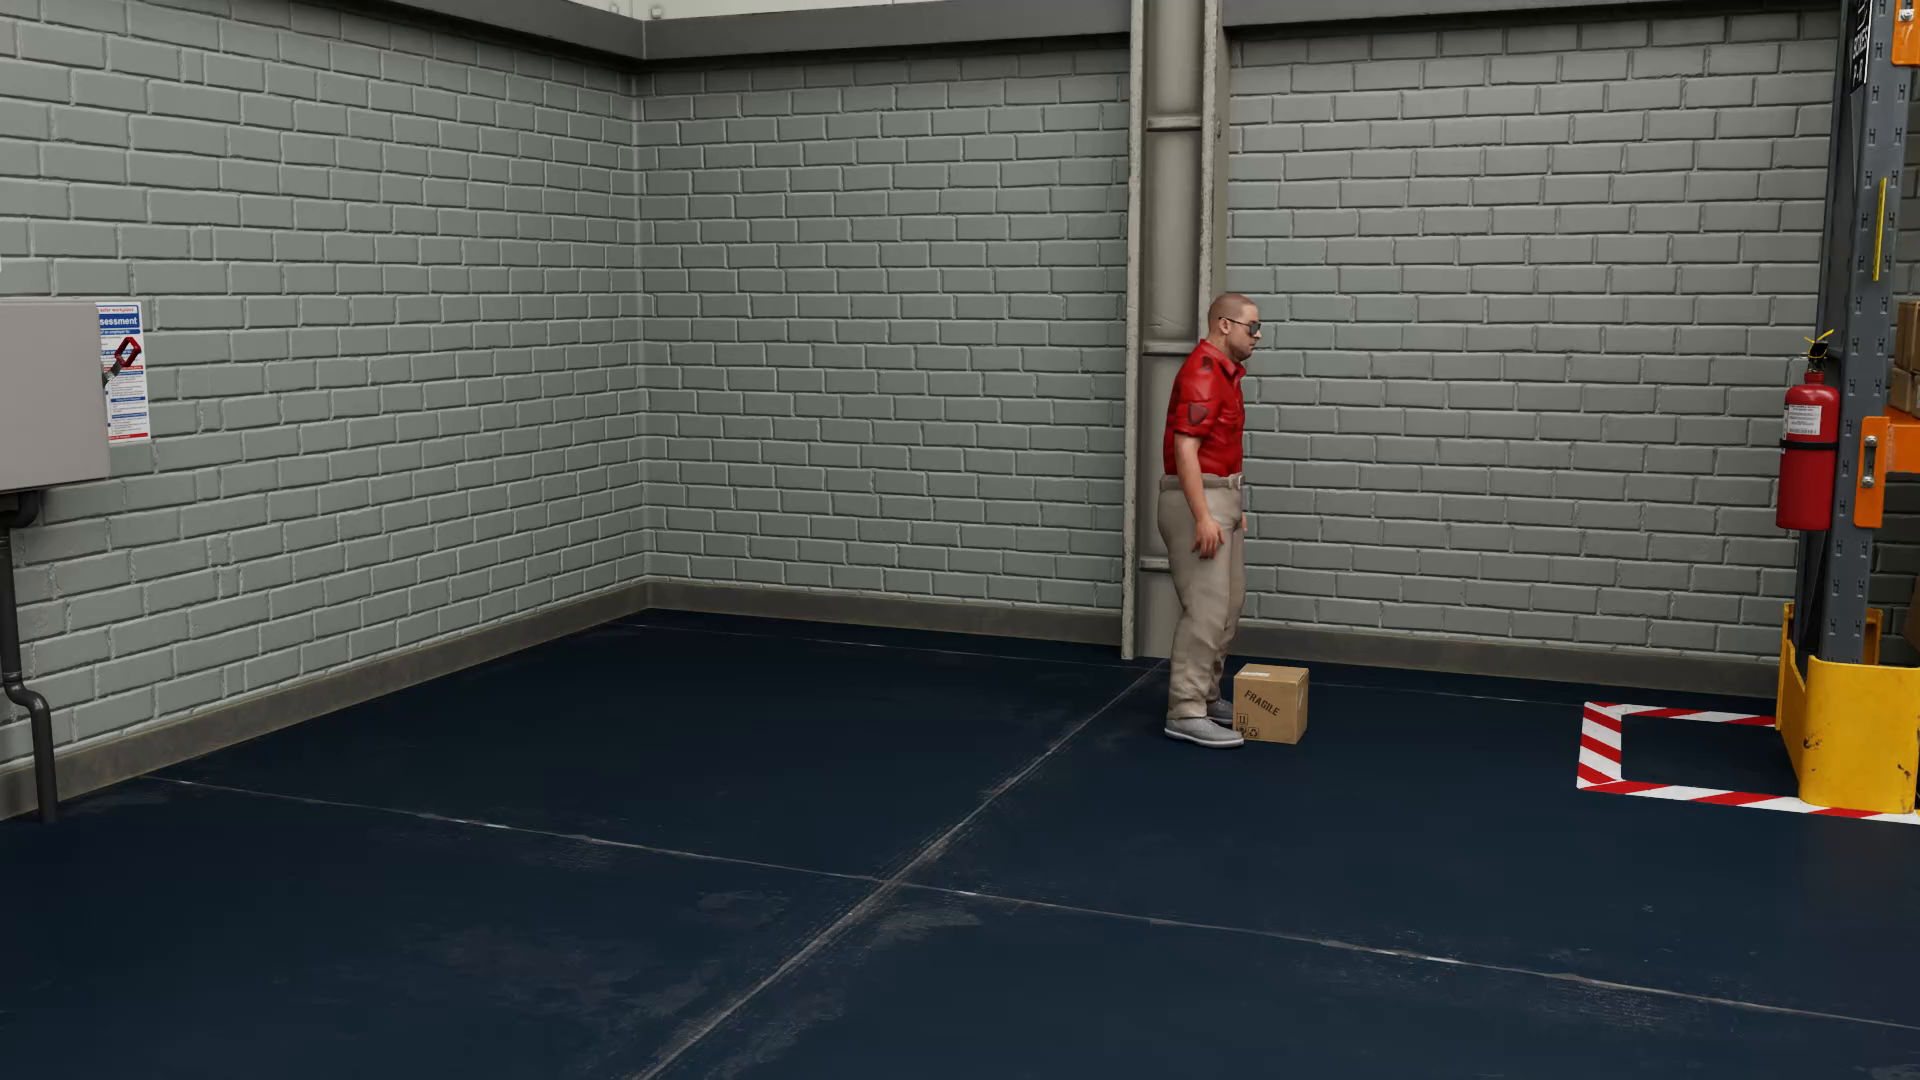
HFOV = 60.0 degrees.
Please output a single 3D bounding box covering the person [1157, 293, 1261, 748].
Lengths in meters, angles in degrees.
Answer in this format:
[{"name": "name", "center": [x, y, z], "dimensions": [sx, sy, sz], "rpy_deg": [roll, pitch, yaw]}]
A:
[{"name": "person", "center": [0.990, -0.099, 6.541], "dimensions": [0.391, 1.727, 0.584], "rpy_deg": [3, 9, 21]}]
